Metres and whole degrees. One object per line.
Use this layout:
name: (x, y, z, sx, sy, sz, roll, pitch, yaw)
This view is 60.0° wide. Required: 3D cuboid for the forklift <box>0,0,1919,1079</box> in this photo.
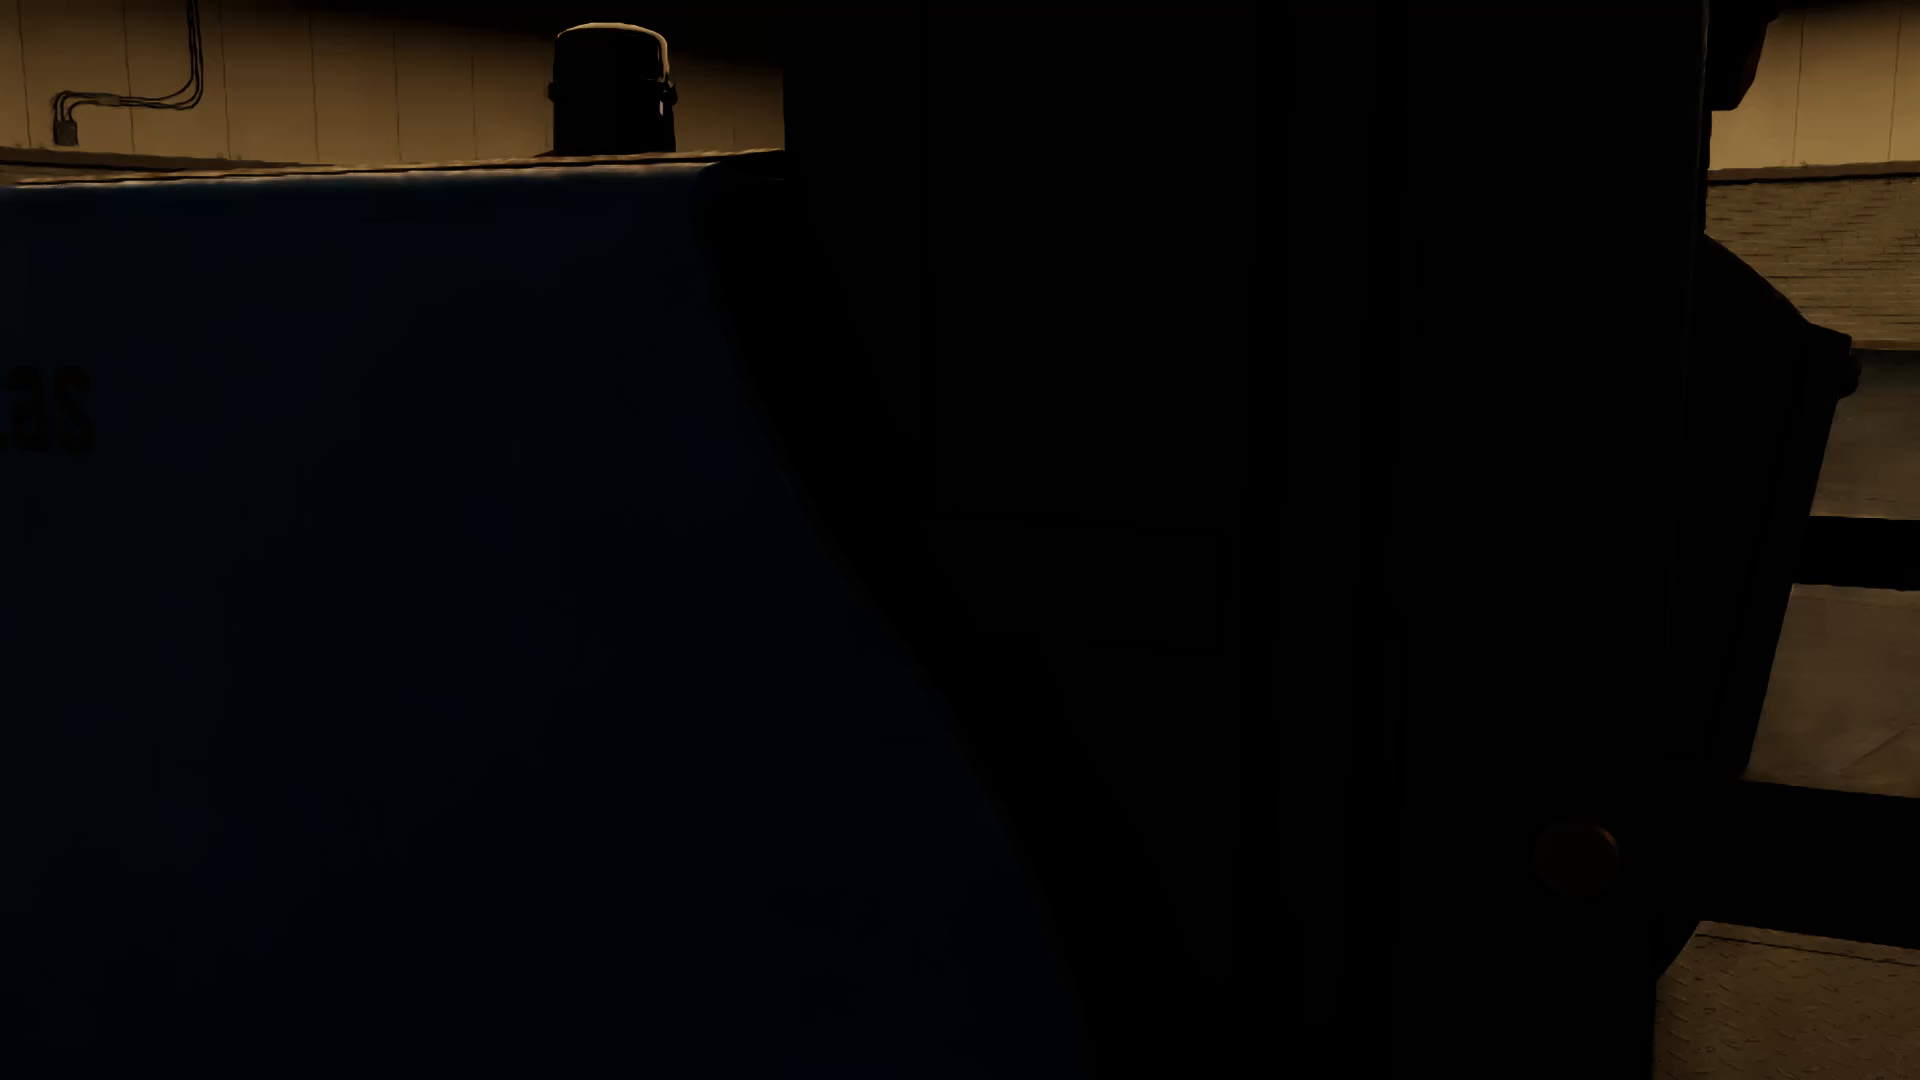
forklift: (0.704, -0.625, 1.024, 3.031, 2.935, 1.130, 4, 9, 24)
